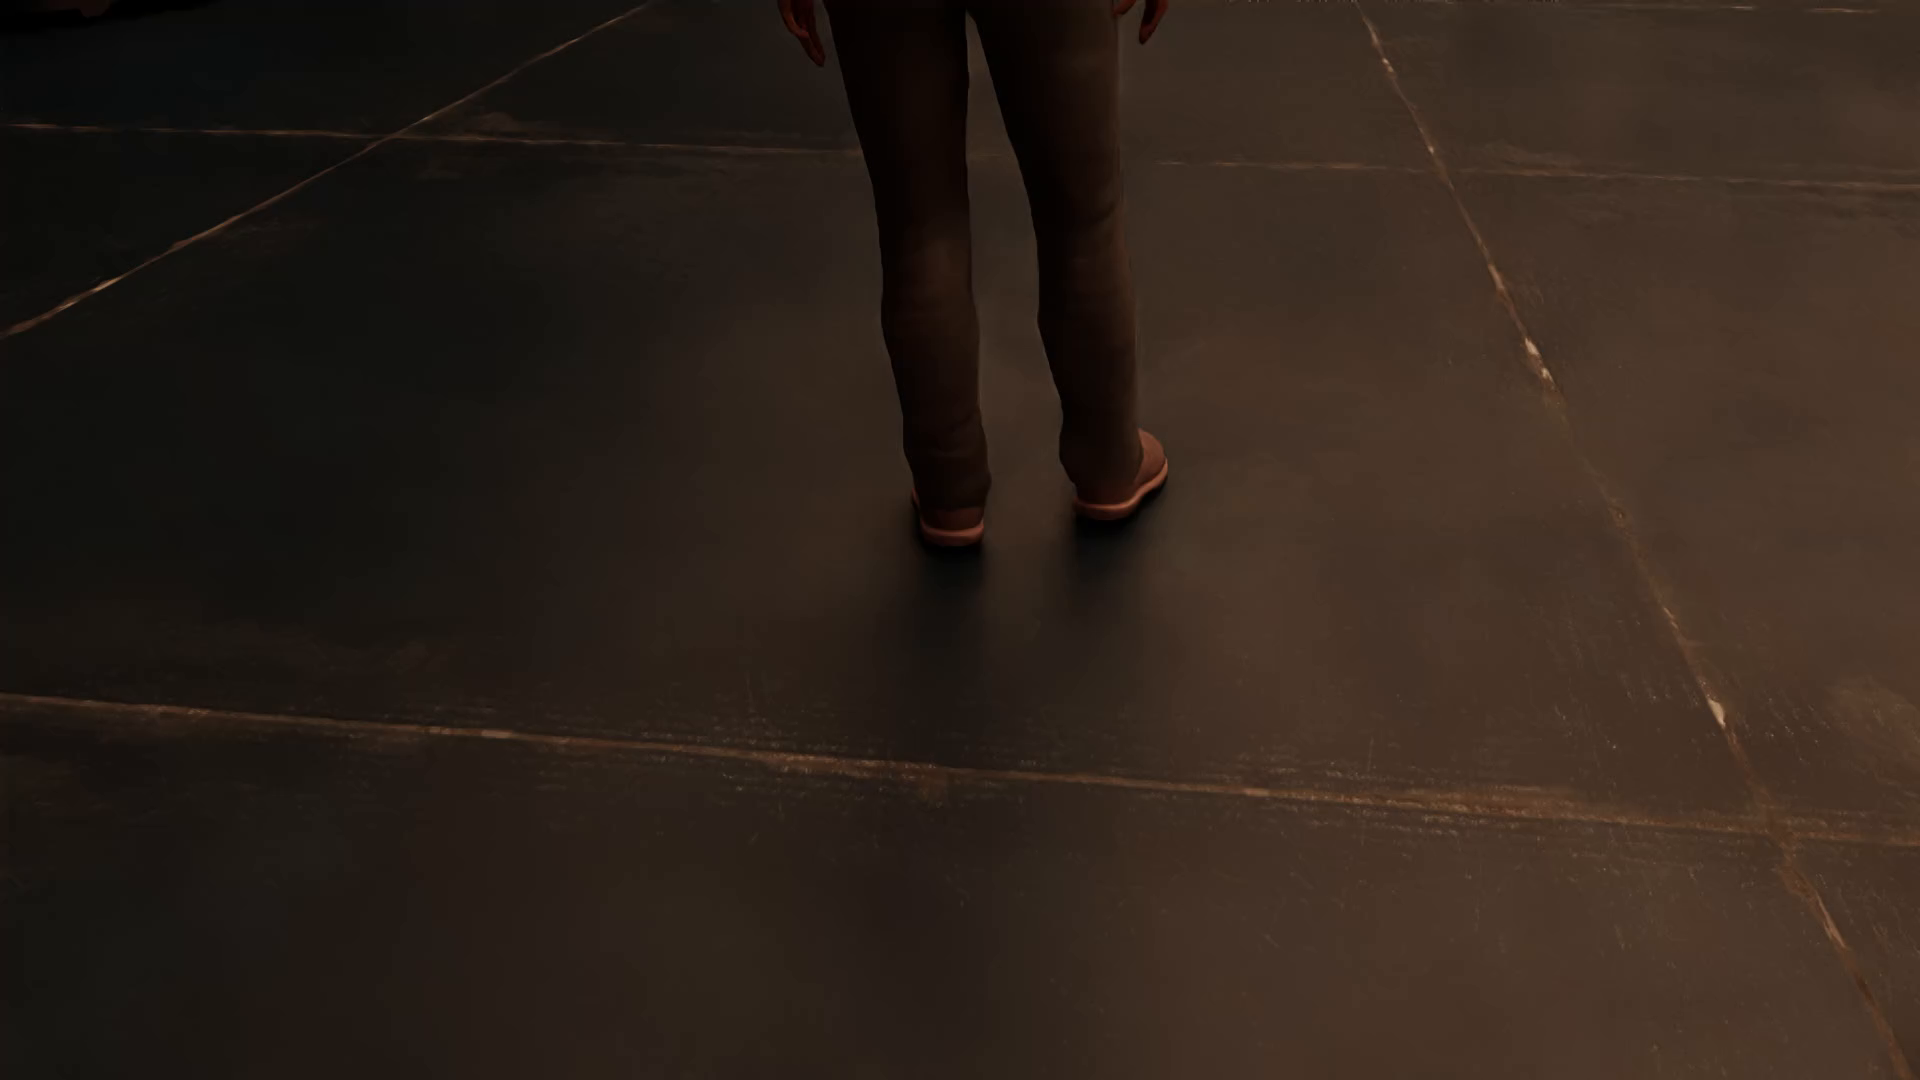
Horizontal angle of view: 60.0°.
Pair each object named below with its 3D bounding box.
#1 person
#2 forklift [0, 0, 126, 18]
[{"bbox_3d":[0.031,-0.784,2.203,0.570,1.654,0.503,3,27,7],"label":"person"},{"bbox_3d":[-3.299,-3.971,7.177,1.130,2.935,3.031,13,29,24],"label":"forklift"}]
